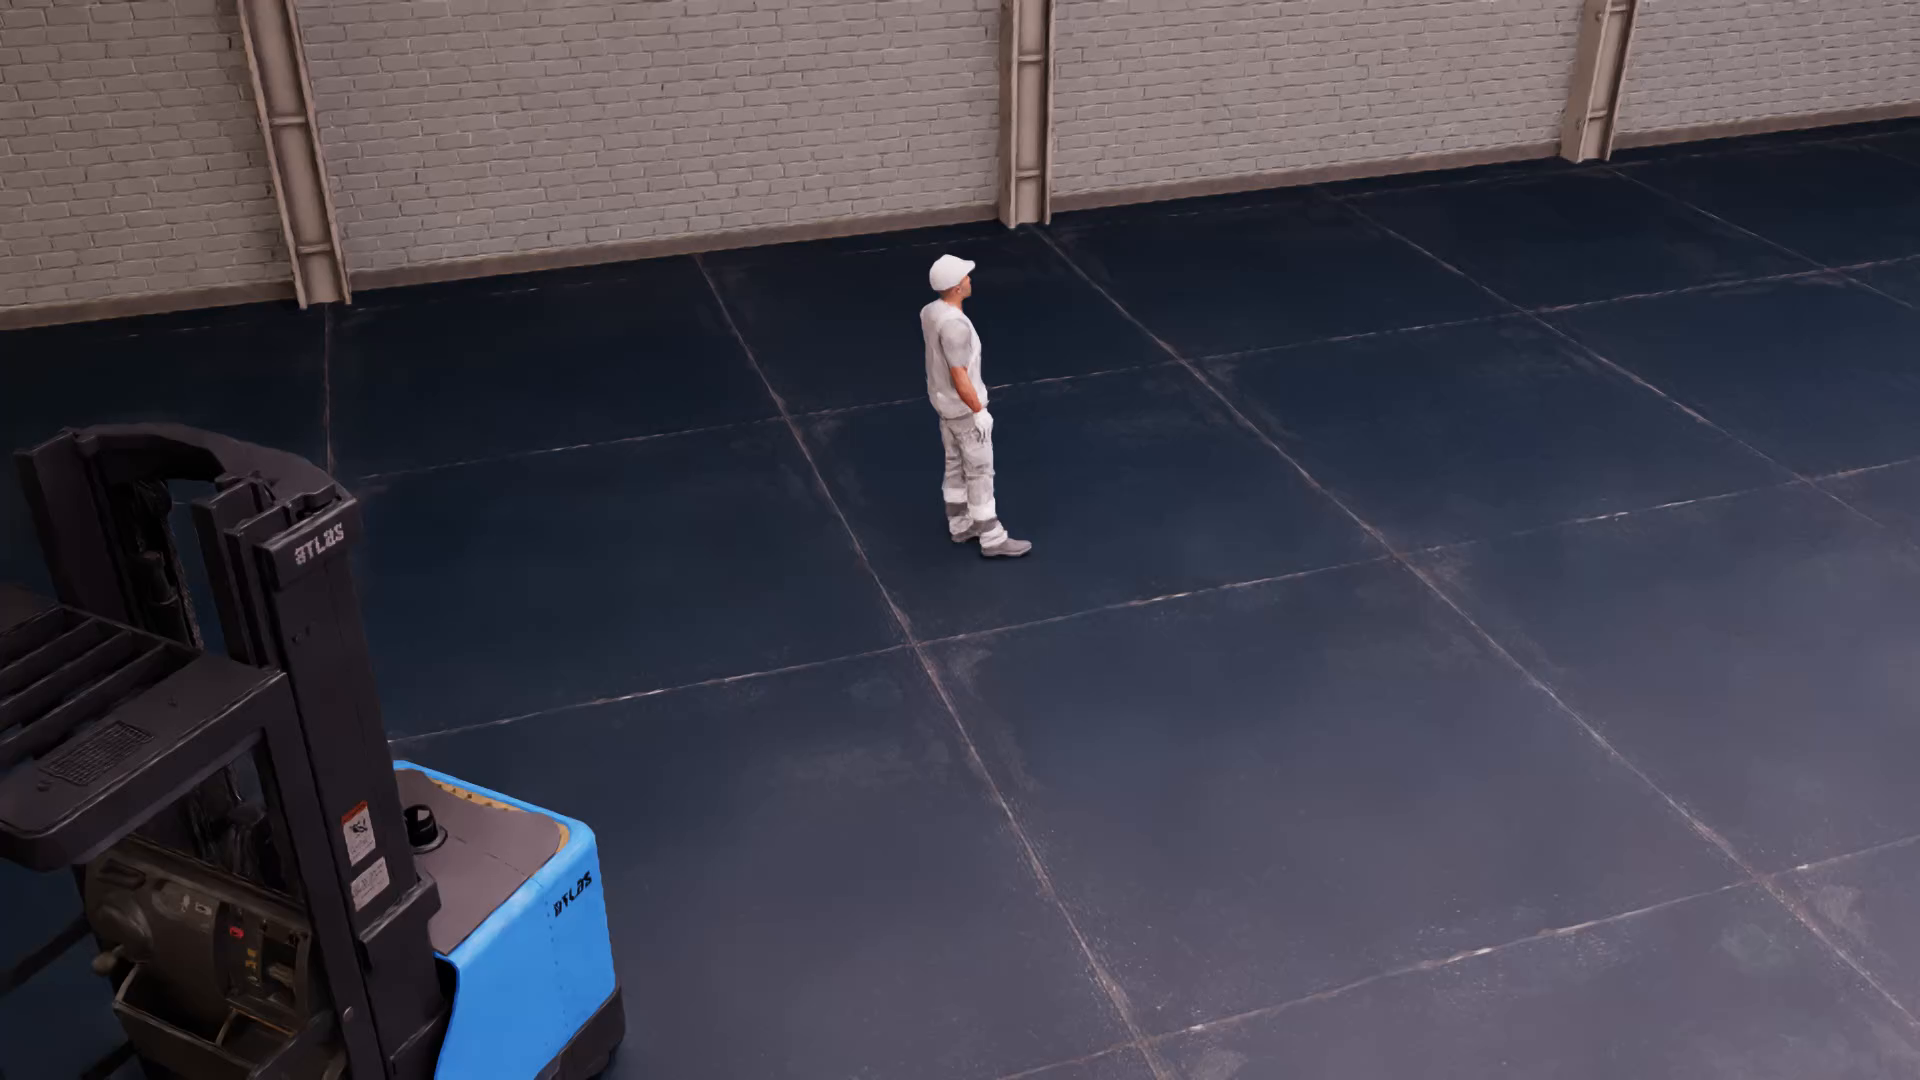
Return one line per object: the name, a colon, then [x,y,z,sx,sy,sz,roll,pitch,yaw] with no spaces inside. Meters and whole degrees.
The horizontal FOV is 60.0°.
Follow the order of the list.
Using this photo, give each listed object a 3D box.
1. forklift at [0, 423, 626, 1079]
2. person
forklift: [-2.413,1.258,4.901,1.130,2.935,3.031,14,33,22]
person: [0.080,-0.789,9.589,0.563,1.787,0.637,-10,31,-16]
